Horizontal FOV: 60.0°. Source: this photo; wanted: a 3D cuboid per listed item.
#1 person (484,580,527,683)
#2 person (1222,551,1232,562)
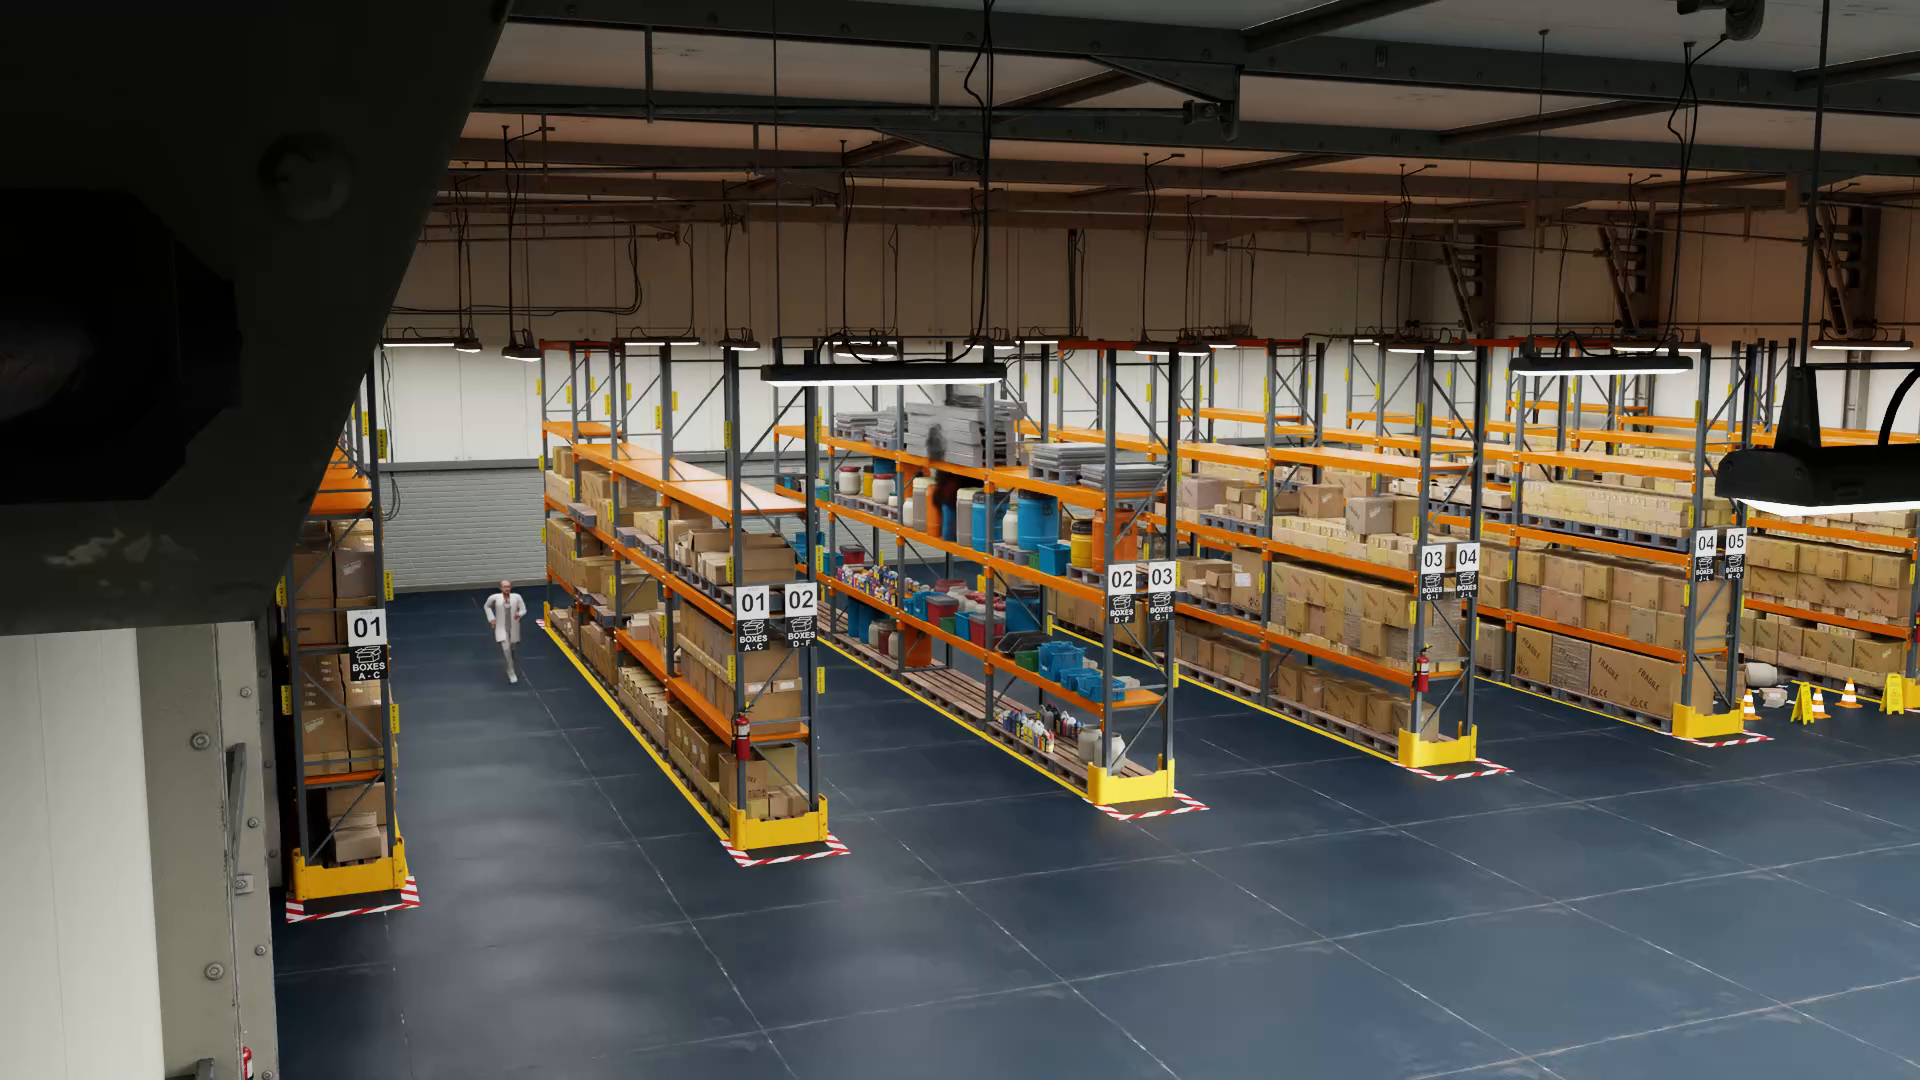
[{"bbox_3d":[-8.079,1.637,29.649,0.716,1.693,0.961,-3,8,-23],"label":"person"},{"bbox_3d":[6.690,0.193,41.312,0.603,1.540,0.792,-6,10,-39],"label":"person"}]
